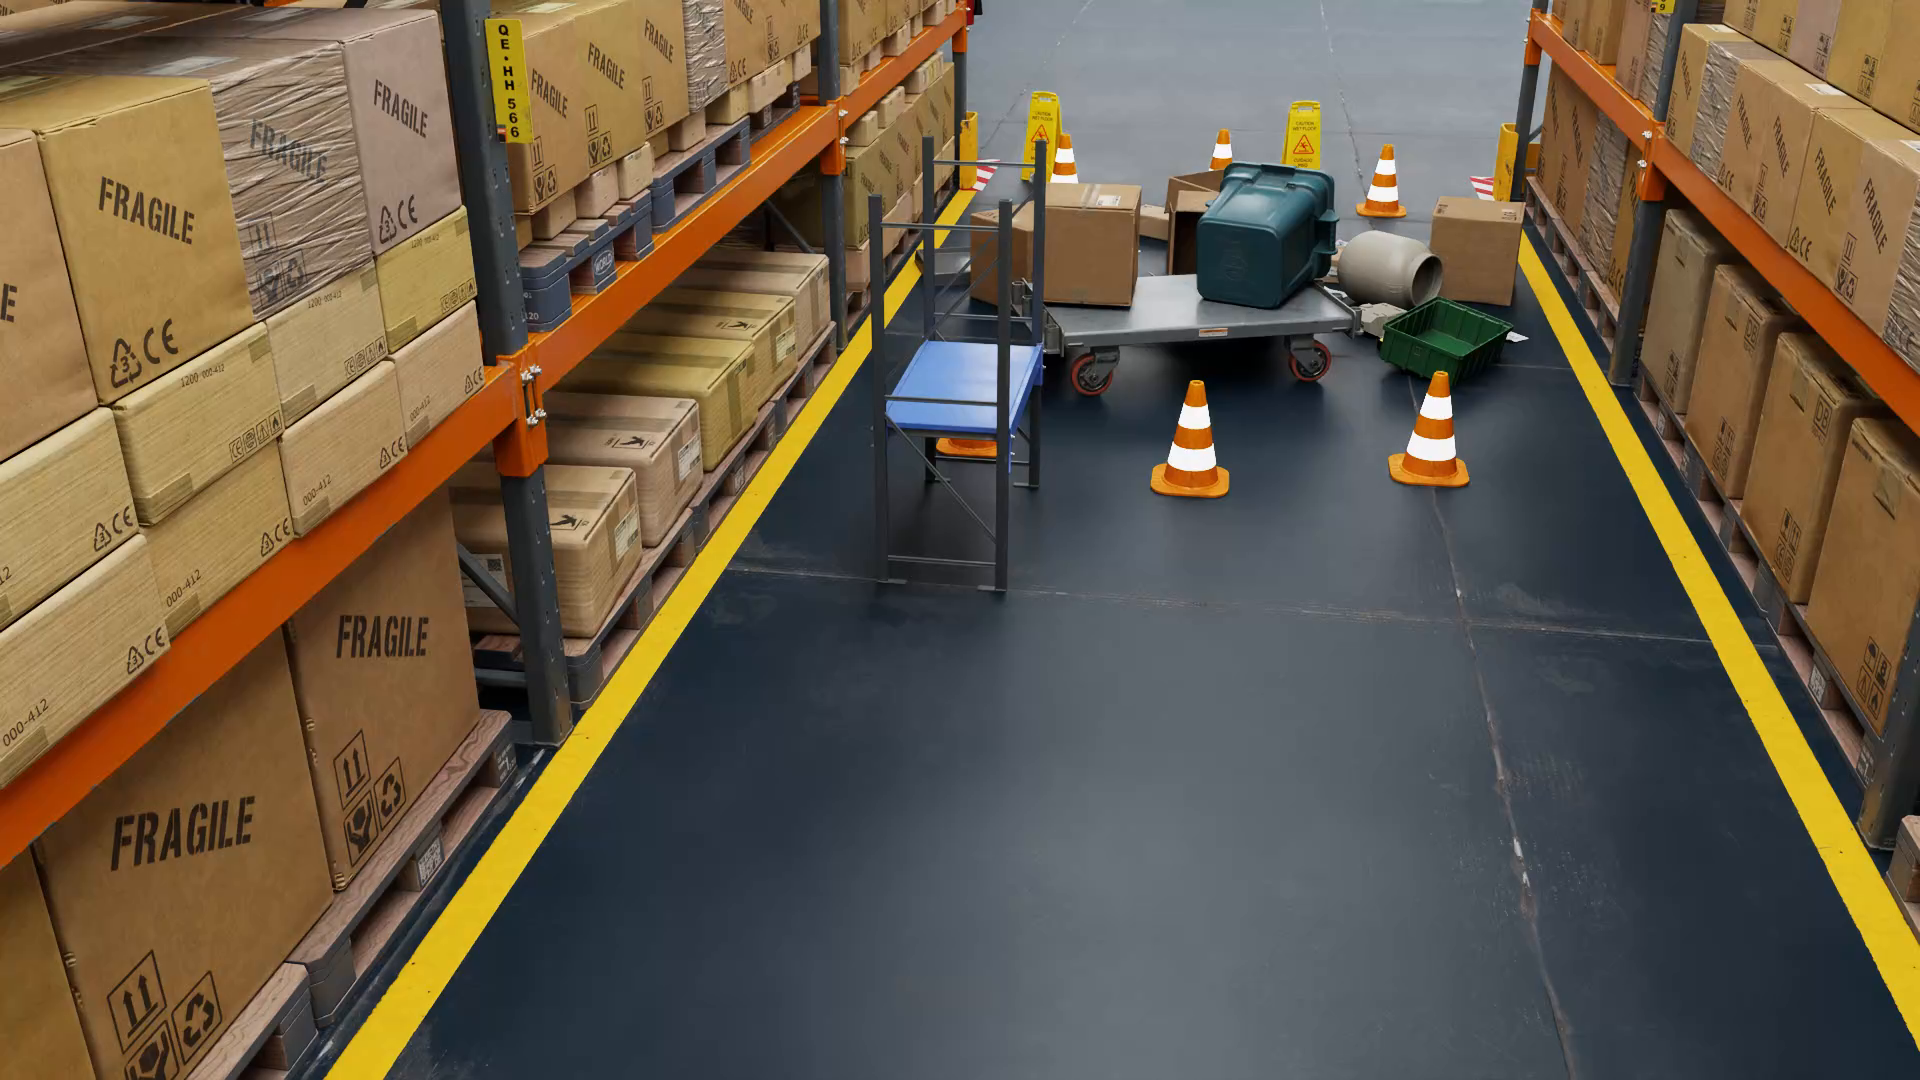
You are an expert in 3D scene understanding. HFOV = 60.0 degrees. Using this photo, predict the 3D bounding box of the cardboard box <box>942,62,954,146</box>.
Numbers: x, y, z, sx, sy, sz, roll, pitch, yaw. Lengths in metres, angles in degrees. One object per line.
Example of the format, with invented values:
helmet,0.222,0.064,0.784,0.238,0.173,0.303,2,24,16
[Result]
cardboard box,-0.328,-3.025,11.537,0.500,0.500,0.500,4,25,9

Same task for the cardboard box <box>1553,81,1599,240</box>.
cardboard box,4.258,-2.364,10.273,0.875,0.875,0.875,4,25,8

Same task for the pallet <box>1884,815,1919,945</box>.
pallet,3.009,1.143,4.059,1.003,0.211,1.213,4,25,9

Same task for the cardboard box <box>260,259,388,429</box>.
cardboard box,-1.671,-0.471,3.805,0.500,0.250,0.500,3,25,7

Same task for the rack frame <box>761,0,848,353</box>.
rack frame,-1.108,-2.420,8.383,1.000,3.000,0.127,4,25,9

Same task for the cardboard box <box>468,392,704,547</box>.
cardboard box,-1.547,-0.292,6.440,0.950,0.372,0.625,4,25,8

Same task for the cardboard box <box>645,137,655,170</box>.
cardboard box,-1.328,-1.394,5.991,0.380,0.149,0.250,6,26,12

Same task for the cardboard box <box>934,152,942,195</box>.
cardboard box,-0.414,-2.465,11.227,0.500,0.250,0.500,4,25,9

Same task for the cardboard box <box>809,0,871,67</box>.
cardboard box,-0.762,-2.765,8.650,0.500,0.500,0.500,4,25,8

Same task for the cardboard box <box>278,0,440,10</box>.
cardboard box,-1.888,-1.544,5.546,0.500,0.500,0.500,4,25,8

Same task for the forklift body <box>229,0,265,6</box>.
forklift body,-3.862,-3.132,10.904,2.313,2.155,1.214,4,25,9

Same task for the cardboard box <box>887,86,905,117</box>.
cardboard box,-0.543,-2.603,9.871,0.380,0.149,0.250,5,26,12

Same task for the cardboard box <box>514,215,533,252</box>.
cardboard box,-1.526,-0.947,5.036,0.380,0.149,0.250,3,25,5

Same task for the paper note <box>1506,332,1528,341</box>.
paper note,3.008,-1.119,9.104,0.147,0.020,0.142,-14,29,-27

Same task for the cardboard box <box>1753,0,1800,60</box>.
cardboard box,3.634,-2.194,6.603,0.700,0.500,0.500,4,25,8

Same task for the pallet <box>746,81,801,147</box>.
pallet,-1.377,-2.024,7.762,1.003,0.211,1.213,4,25,9

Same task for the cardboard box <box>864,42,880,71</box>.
cardboard box,-0.662,-2.740,9.361,0.380,0.149,0.250,5,26,10

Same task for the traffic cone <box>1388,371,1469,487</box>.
traffic cone,2.083,-0.514,7.303,0.336,0.463,0.334,4,25,9

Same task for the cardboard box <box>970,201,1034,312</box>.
cardboard box,0.409,-1.643,9.668,0.500,0.500,0.500,-20,32,-36

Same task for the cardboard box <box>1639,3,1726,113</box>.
cardboard box,3.840,-2.343,8.040,0.875,0.550,0.550,4,25,9

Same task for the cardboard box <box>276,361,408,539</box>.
cardboard box,-1.657,-0.235,3.891,0.500,0.250,0.500,4,25,9

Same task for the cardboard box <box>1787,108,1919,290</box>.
cardboard box,3.111,-1.117,5.479,0.500,0.500,0.500,4,25,8

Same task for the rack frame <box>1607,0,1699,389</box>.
rack frame,3.792,-2.120,7.740,1.000,3.000,0.127,4,25,9

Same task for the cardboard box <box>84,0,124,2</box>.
cardboard box,-5.525,-3.406,10.371,0.500,0.500,0.500,4,25,8

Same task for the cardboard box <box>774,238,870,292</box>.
cardboard box,-0.746,-1.593,9.364,0.500,0.250,0.500,3,25,6

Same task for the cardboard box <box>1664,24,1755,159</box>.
cardboard box,3.440,-1.964,7.289,0.500,0.500,0.500,4,25,9

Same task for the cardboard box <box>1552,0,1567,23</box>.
cardboard box,4.429,-3.702,10.944,0.875,0.550,0.550,4,25,9

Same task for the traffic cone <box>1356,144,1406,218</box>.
traffic cone,2.958,-2.520,11.588,0.336,0.463,0.334,4,25,9

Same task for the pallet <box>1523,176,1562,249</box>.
pallet,4.392,-2.190,11.179,1.003,0.211,1.213,4,25,9

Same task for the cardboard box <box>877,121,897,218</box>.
cardboard box,-0.670,-2.158,9.685,0.500,0.500,0.500,5,26,11

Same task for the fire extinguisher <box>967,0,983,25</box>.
fire extinguisher,0.019,-4.074,12.007,0.296,0.674,0.183,4,25,9

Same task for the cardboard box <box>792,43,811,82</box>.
cardboard box,-0.920,-2.262,7.846,0.380,0.149,0.250,4,25,9

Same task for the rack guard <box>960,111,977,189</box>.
rack guard,-0.467,-2.929,12.419,1.175,0.500,0.348,4,25,9

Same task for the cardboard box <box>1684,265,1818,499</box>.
cardboard box,3.617,-0.622,6.699,1.050,0.750,0.750,4,25,9

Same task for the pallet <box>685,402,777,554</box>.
pallet,-1.431,-0.320,7.185,1.003,0.211,1.213,4,25,9

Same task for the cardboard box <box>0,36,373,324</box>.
cardboard box,-1.664,-0.796,3.615,0.500,0.500,0.500,4,25,9

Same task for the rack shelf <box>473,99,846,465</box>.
rack shelf,-1.435,-1.258,6.748,1.077,0.370,4.000,4,25,9

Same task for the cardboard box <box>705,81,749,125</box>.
cardboard box,-1.101,-1.837,6.937,0.380,0.149,0.250,4,25,8

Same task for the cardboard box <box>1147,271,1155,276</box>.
cardboard box,1.142,-1.374,9.372,0.258,0.266,0.396,-14,29,-27

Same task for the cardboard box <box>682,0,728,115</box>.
cardboard box,-1.213,-1.939,6.391,0.500,0.500,0.500,3,25,7

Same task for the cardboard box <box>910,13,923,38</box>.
cardboard box,-0.445,-3.269,10.491,0.380,0.149,0.250,4,25,8

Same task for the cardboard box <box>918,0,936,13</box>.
cardboard box,-0.443,-3.609,10.453,0.500,0.500,0.500,4,25,8

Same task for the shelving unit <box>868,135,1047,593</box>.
shelving unit,0.014,-0.715,6.508,0.538,1.500,1.048,4,25,9

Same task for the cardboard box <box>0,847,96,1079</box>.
cardboard box,-2.254,1.054,2.970,0.875,0.875,0.875,5,26,10

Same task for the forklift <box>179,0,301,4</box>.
forklift,-2.797,-2.016,7.600,1.130,2.935,3.031,4,25,9

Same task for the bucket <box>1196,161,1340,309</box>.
bucket,1.539,-1.542,8.575,0.726,0.611,0.620,13,38,26
